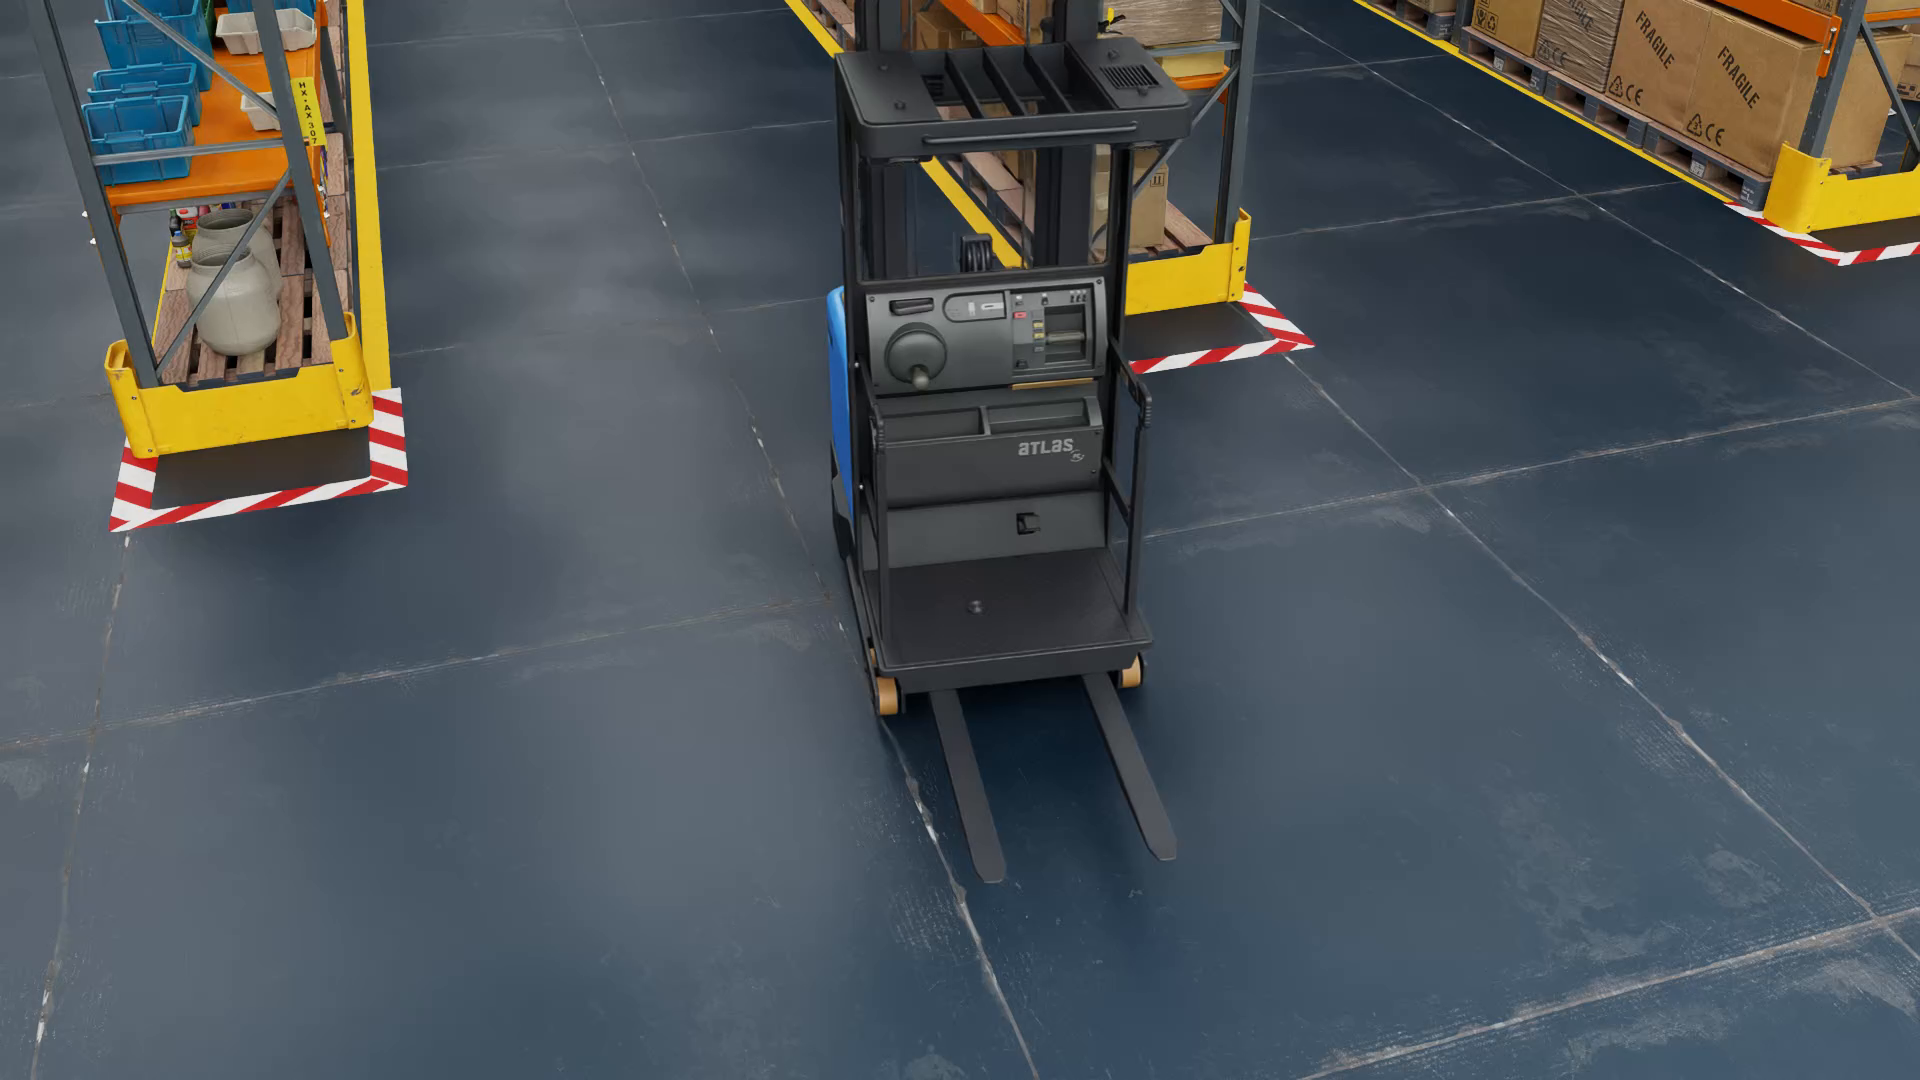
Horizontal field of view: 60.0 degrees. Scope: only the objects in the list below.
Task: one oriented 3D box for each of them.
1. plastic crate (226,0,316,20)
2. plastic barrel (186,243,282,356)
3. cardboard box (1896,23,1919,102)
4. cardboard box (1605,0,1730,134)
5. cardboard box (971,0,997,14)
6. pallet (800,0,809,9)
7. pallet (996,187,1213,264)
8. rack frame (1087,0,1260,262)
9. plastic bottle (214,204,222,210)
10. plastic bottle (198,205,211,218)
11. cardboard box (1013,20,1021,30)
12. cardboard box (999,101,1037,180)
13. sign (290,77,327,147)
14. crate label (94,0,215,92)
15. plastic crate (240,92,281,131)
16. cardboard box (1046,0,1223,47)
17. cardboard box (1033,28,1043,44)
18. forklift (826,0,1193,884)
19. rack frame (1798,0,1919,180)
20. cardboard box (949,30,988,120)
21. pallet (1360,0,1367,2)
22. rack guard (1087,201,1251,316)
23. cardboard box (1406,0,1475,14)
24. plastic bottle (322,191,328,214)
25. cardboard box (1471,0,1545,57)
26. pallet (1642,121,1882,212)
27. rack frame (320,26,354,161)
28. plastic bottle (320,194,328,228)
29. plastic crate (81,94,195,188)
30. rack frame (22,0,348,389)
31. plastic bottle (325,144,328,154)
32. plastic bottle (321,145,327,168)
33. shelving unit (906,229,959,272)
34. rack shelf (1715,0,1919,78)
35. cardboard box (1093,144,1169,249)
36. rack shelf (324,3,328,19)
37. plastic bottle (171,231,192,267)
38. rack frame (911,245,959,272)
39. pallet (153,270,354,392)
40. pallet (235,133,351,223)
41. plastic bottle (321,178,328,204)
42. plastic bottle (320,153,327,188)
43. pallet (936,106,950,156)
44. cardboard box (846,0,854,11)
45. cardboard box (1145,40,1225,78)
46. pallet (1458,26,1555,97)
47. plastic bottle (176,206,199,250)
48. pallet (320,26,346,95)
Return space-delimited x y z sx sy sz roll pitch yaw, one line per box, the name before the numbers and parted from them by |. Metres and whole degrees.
plastic crate | -4.215 -3.311 10.175 0.499 0.251 0.616 -10 35 -15
plastic barrel | -3.864 -1.279 8.840 0.421 0.512 0.421 0 33 0
cardboard box | 7.617 -3.763 12.988 0.637 0.503 0.797 19 38 26
cardboard box | 5.341 -3.518 11.899 0.875 0.875 0.875 -11 35 -15
cardboard box | 0.285 -3.422 10.435 0.380 0.149 0.250 -10 35 -15
pallet | -1.077 -5.268 15.531 1.003 0.211 1.213 -10 35 -15
pallet | 0.889 -1.951 10.511 1.003 0.211 1.213 -10 35 -15
rack frame | 1.126 -2.642 9.027 1.000 3.000 0.127 -10 35 -15
plastic bottle | -4.614 -2.055 10.278 0.097 0.201 0.097 0 33 0
plastic bottle | -4.518 -1.905 9.976 0.061 0.283 0.133 -10 35 -15
cardboard box | 0.543 -3.178 10.066 0.380 0.149 0.250 -10 35 -15
cardboard box | 0.564 -2.745 11.069 0.500 0.500 0.500 -7 34 -10
sign | -3.065 -2.014 7.827 0.100 0.325 0.005 -10 35 -15
crate label | -4.410 -2.744 9.150 0.502 0.435 0.616 -10 35 -15
plastic crate | -3.557 -2.223 8.632 0.298 0.136 0.250 -10 35 -15
cardboard box | 0.985 -3.101 9.361 0.875 0.500 0.500 -10 35 -15
cardboard box | 0.642 -2.906 9.654 0.380 0.149 0.250 -10 35 -15
forklift | 0.146 -0.735 6.203 1.130 2.935 3.031 -6 34 -8
rack frame | 5.881 -3.423 10.209 1.000 3.000 0.127 -10 35 -15
cardboard box | 0.172 -3.358 11.997 0.500 0.500 0.500 0 33 1
pallet | 3.978 -5.394 15.721 1.003 0.211 1.213 -10 35 -15
rack guard | 1.103 -1.639 9.776 1.175 0.500 0.348 -10 35 -15
cardboard box | 4.386 -5.070 14.362 1.050 0.750 0.750 -10 35 -15
plastic bottle | -4.012 -2.114 10.367 0.097 0.201 0.097 0 33 0
cardboard box | 4.786 -4.470 13.340 0.875 0.875 0.875 -9 35 -14
pallet | 5.562 -2.666 11.593 1.003 0.211 1.213 -10 35 -15
rack frame | -4.811 -3.909 10.945 1.000 3.000 0.127 -10 35 -15
plastic bottle | -3.951 -2.038 10.190 0.097 0.271 0.097 0 33 0
plastic crate | -4.028 -1.959 8.129 0.499 0.251 0.616 -10 35 -15
rack frame | -3.591 -1.809 7.766 1.000 3.000 0.127 -10 35 -15
plastic bottle | -4.350 -2.762 11.274 0.061 0.283 0.133 -8 34 -12
plastic bottle | -4.281 -2.597 10.963 0.144 0.351 0.185 -12 35 -17
shelving unit | -0.122 -0.889 8.007 0.258 1.200 0.189 -6 34 -8
rack shelf | 5.271 -4.173 11.996 1.077 0.370 4.000 -10 35 -15
cardboard box | 0.952 -2.105 10.101 0.500 0.500 0.500 -4 34 -6
rack shelf | -5.421 -4.659 12.732 1.077 0.370 4.000 -10 35 -15
plastic bottle | -4.568 -1.715 9.764 0.097 0.201 0.097 0 33 0
rack frame | -0.106 -0.839 7.932 0.240 1.200 0.006 -6 34 -8
pallet | -3.901 -1.105 9.230 1.003 0.211 1.213 -10 35 -15
pallet | -4.646 -2.386 11.169 1.003 0.211 1.213 -10 35 -15
plastic bottle | -4.075 -2.222 10.530 0.097 0.201 0.097 0 33 0
plastic bottle | -4.183 -2.427 10.706 0.144 0.351 0.185 -10 35 -15
pallet | 0.145 -3.232 12.449 1.003 0.211 1.213 -10 35 -15
cardboard box | -0.559 -4.756 14.094 0.700 0.500 0.500 -13 36 -19
cardboard box | 1.266 -2.727 9.383 0.380 0.149 0.250 -10 35 -15
pallet | 4.818 -3.947 13.532 1.003 0.211 1.213 -10 35 -15
plastic bottle | -4.619 -1.883 9.951 0.152 0.276 0.135 -10 35 -14
pallet | -5.463 -3.793 13.299 1.003 0.211 1.213 -10 35 -15
